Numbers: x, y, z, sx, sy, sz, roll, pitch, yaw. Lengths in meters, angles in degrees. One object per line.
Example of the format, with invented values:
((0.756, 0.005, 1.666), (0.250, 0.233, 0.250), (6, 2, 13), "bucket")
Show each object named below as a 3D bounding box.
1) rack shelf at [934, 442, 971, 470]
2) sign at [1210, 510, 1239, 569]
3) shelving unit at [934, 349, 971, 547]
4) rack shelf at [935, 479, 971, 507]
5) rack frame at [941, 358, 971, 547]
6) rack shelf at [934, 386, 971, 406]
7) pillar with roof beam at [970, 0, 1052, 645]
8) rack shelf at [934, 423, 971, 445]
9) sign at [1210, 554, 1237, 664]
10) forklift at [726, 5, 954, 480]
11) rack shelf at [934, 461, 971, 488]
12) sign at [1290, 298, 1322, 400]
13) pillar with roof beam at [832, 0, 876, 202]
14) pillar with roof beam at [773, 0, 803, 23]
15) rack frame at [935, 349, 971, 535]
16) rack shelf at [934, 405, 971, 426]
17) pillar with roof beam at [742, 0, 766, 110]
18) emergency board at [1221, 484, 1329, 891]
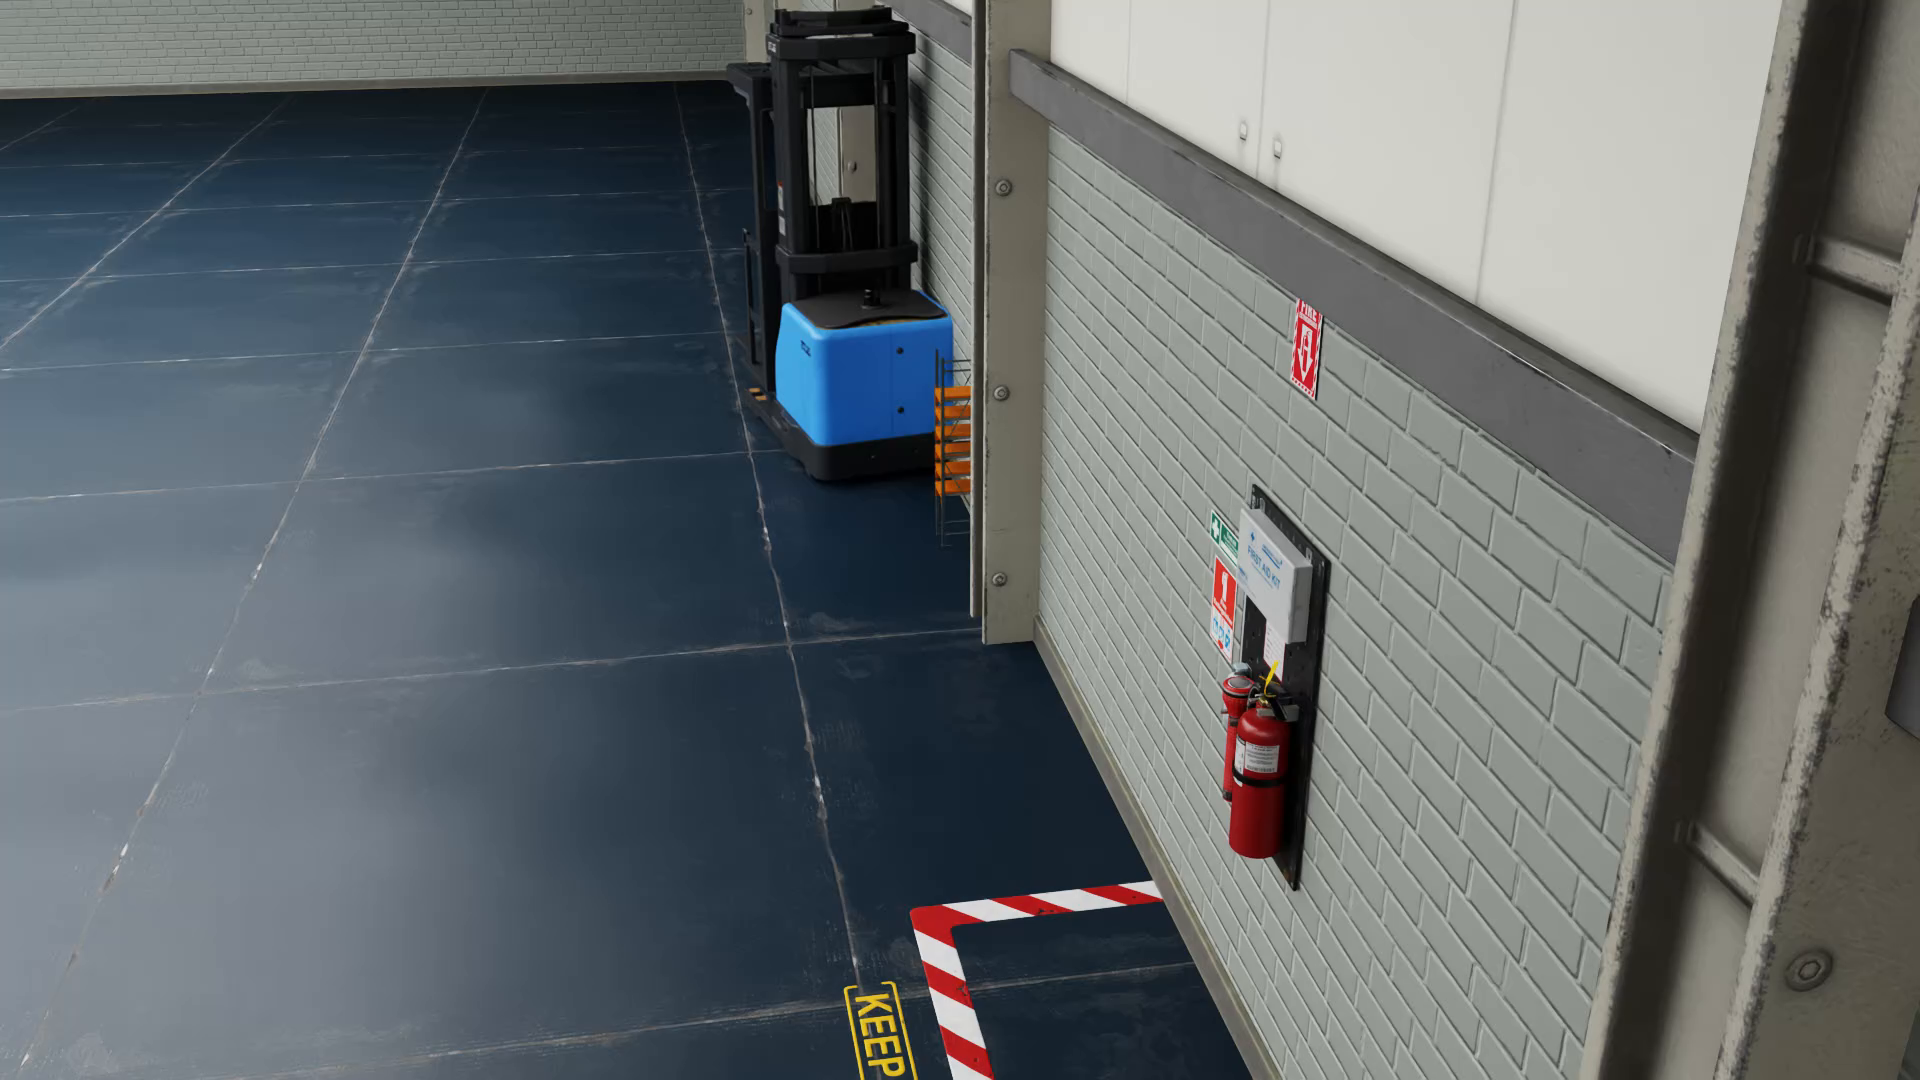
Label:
((-0.011, -0.513, 10.037), (0.258, 0.103, 0.180), (-5, 24, -11), "rack shelf")
((0.926, 0.003, 5.788), (0.001, 0.109, 0.331), (-4, 24, -10), "sign")
((-0.011, -0.554, 10.019), (0.258, 1.200, 0.189), (-5, 24, -11), "shelving unit")
((-0.011, -0.293, 10.133), (0.258, 0.103, 0.180), (-5, 24, -11), "rack shelf")
((0.007, -0.518, 9.937), (0.240, 1.200, 0.006), (-5, 24, -11), "rack frame")
((-0.011, -0.843, 9.893), (0.258, 0.103, 0.180), (-5, 24, -11), "rack shelf")
((-3.986, -3.330, 6.632), (9.100, 9.000, 0.400), (-4, 24, -10), "pillar with roof beam")
((-0.011, -0.623, 9.989), (0.258, 0.103, 0.180), (-5, 24, -11), "rack shelf")
((0.934, 0.244, 5.899), (0.001, 0.329, 0.234), (-4, 24, -10), "sign")
((-0.979, -2.298, 11.848), (1.130, 2.935, 3.031), (-9, 25, -19), "forklift")
((-0.011, -0.403, 10.085), (0.258, 0.103, 0.180), (-5, 24, -11), "rack shelf")
((1.031, -0.588, 4.951), (0.001, 0.298, 0.199), (-4, 24, -10), "sign")
((-5.096, -5.690, 12.036), (9.100, 9.000, 0.400), (-4, 24, -10), "pillar with roof beam")
((-6.205, -8.051, 17.440), (9.100, 9.000, 0.400), (-4, 24, -10), "pillar with roof beam")
((-0.030, -0.590, 10.102), (0.240, 1.200, 0.006), (-5, 24, -11), "rack frame")
((-0.011, -0.733, 9.941), (0.258, 0.103, 0.180), (-5, 24, -11), "rack shelf")
((-7.315, -10.411, 22.843), (9.100, 9.000, 0.400), (-4, 24, -10), "pillar with roof beam")
((0.935, 0.485, 5.391), (0.194, 1.169, 0.643), (-4, 24, -10), "emergency board")
